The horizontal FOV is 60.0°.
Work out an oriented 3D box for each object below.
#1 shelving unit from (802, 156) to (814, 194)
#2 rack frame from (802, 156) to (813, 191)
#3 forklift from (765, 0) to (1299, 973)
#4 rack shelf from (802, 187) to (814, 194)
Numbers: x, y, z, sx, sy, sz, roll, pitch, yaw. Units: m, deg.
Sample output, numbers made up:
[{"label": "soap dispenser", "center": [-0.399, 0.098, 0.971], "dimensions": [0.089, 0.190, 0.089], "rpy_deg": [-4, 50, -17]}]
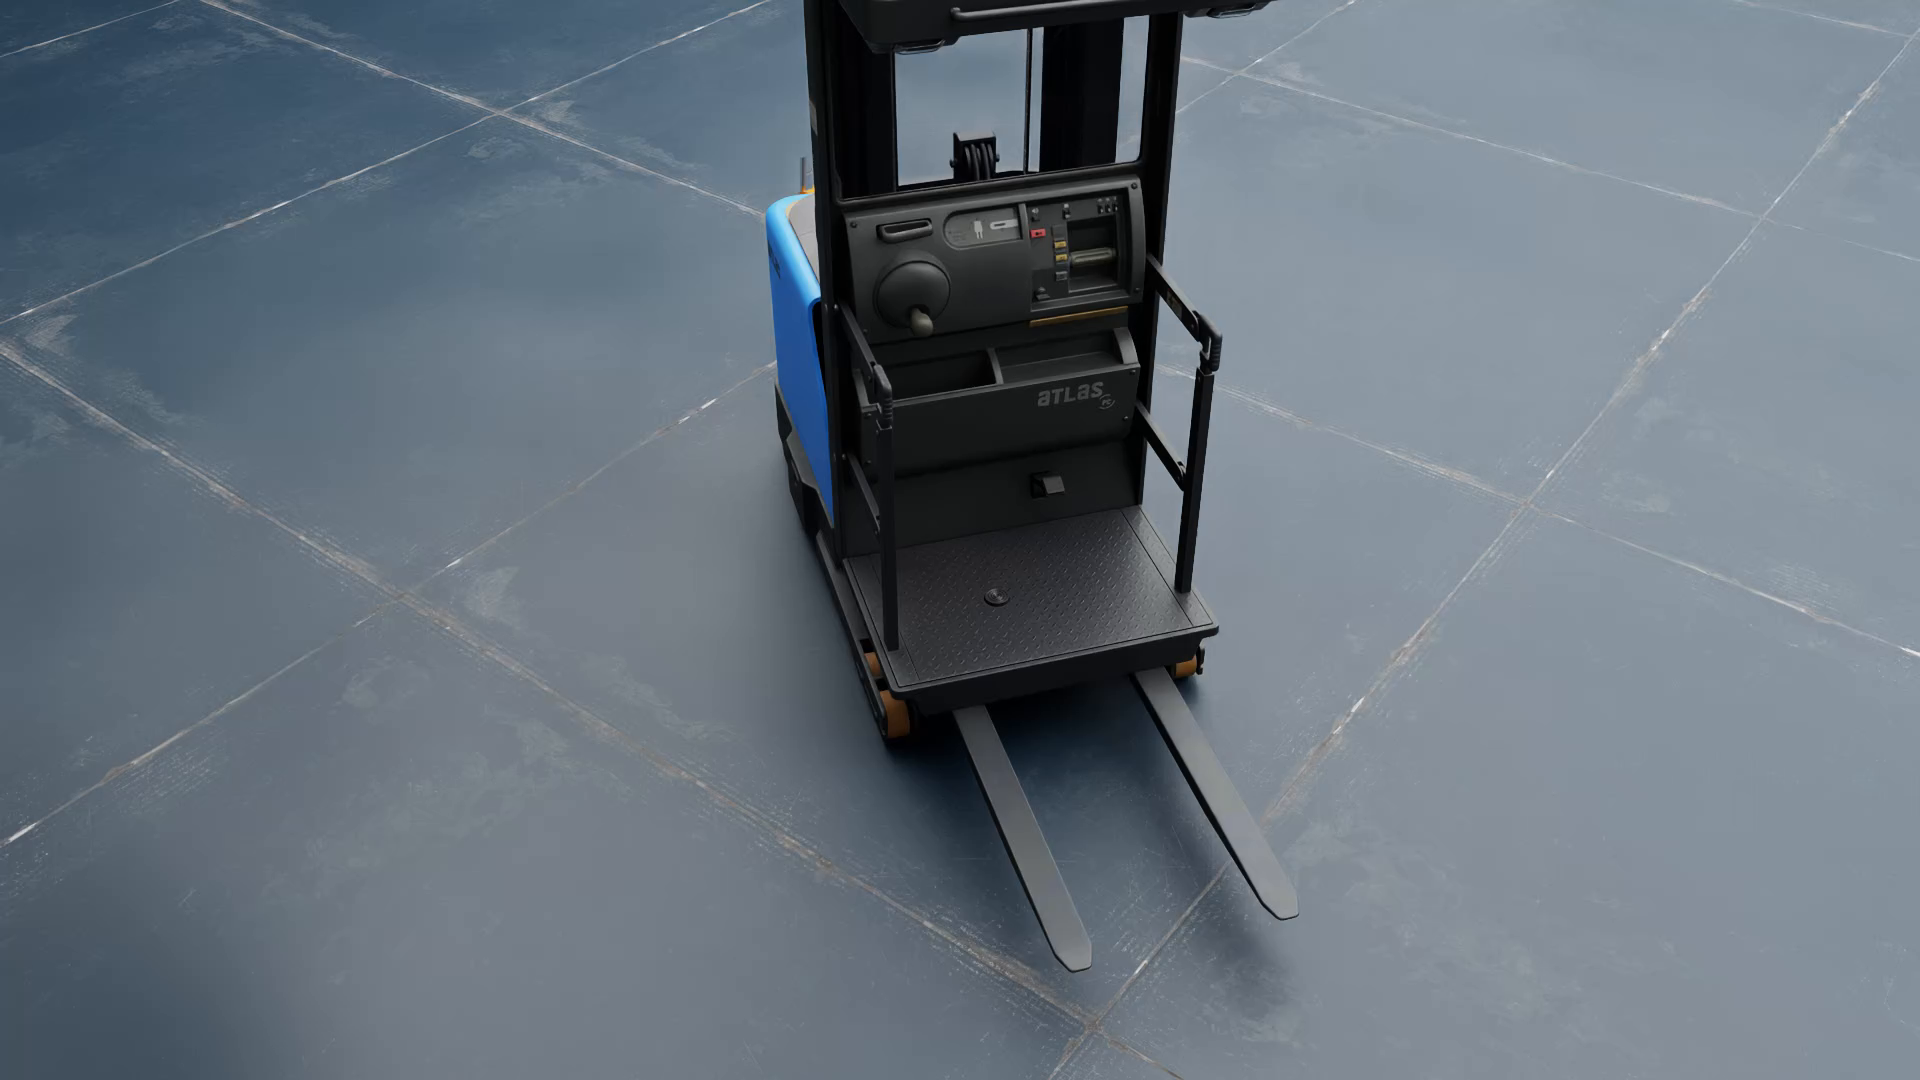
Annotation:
[{"label": "shelving unit", "center": [-0.479, -1.034, 6.706], "dimensions": [0.252, 1.050, 0.215], "rpy_deg": [28, 41, 31]}, {"label": "rack frame", "center": [-0.571, -1.084, 6.769], "dimensions": [0.008, 1.050, 0.200], "rpy_deg": [28, 41, 31]}, {"label": "forklift", "center": [0.180, -0.782, 4.872], "dimensions": [1.130, 2.935, 3.031], "rpy_deg": [-10, 39, -13]}, {"label": "rack shelf", "center": [-0.464, -1.259, 6.552], "dimensions": [0.240, 0.259, 0.215], "rpy_deg": [28, 41, 31]}]
